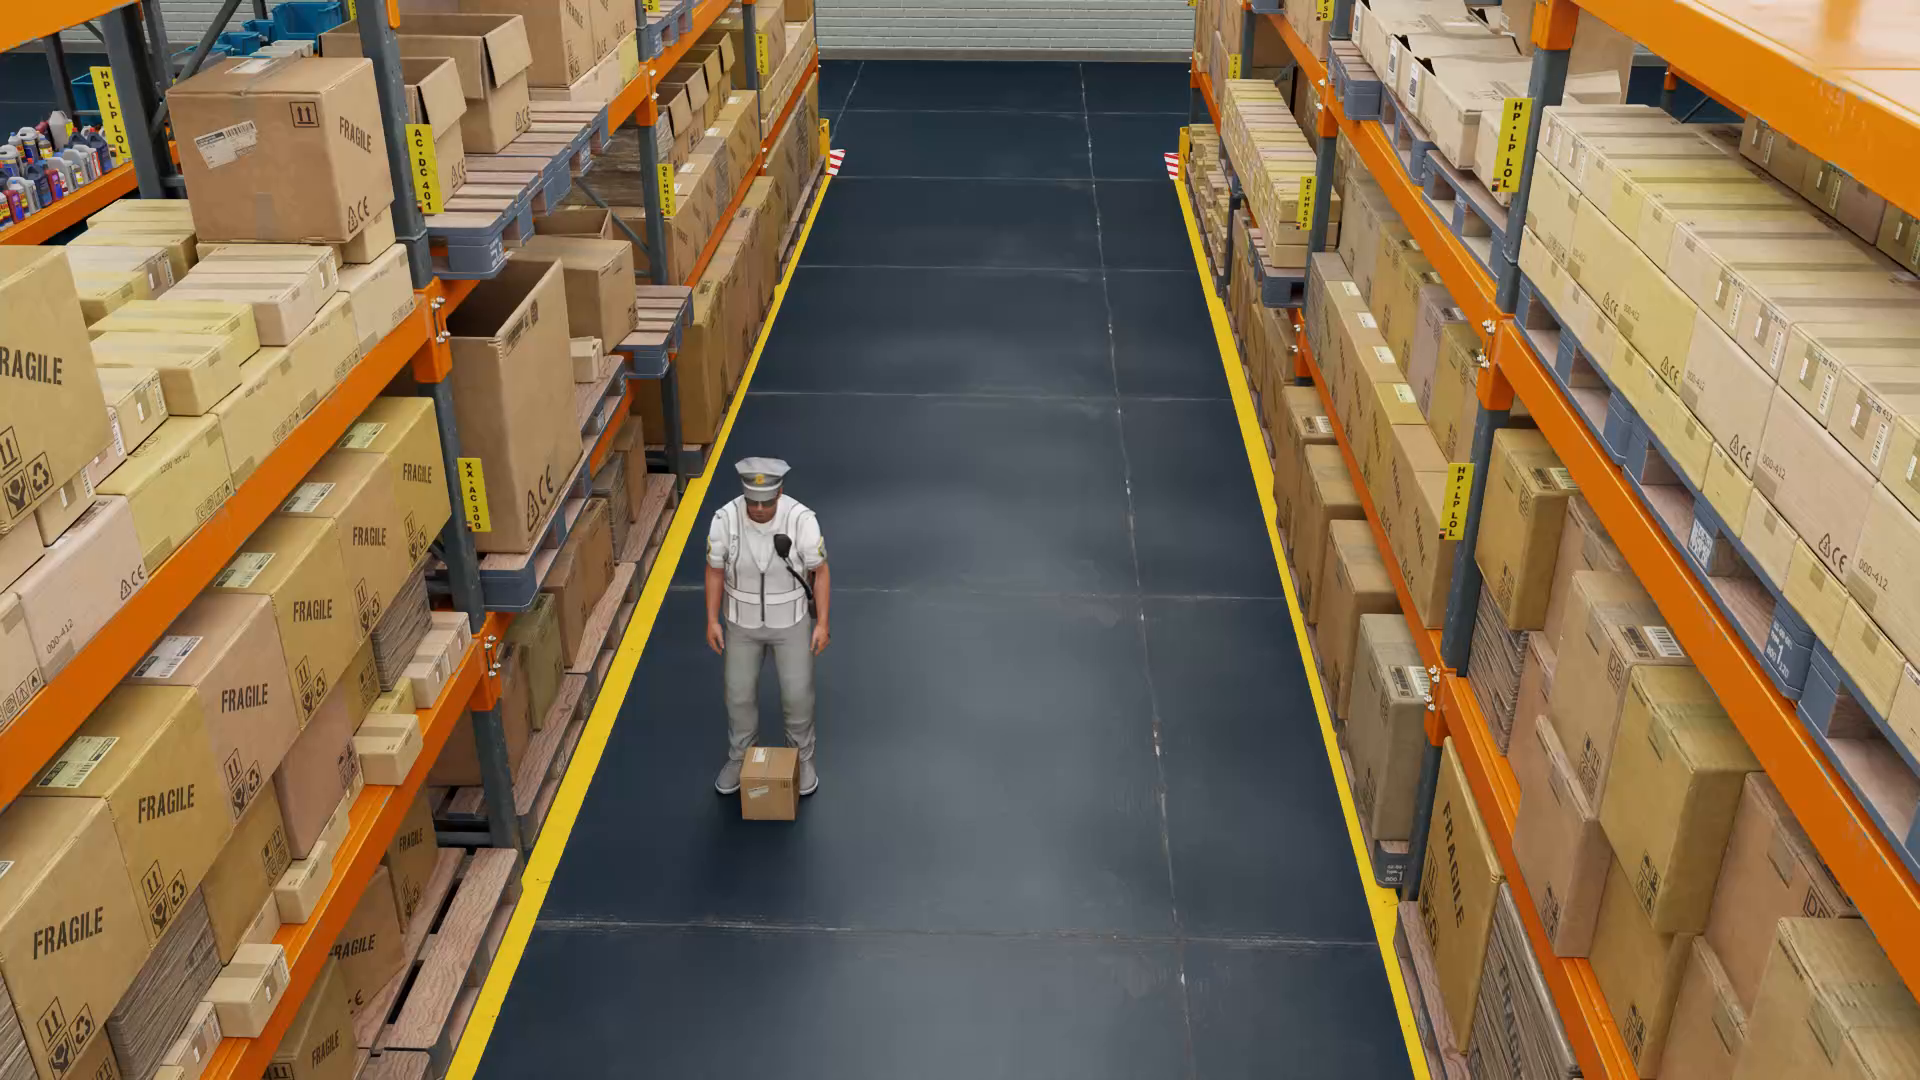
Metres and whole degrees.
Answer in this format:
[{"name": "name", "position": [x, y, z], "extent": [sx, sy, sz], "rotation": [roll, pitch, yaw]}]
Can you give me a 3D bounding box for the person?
[{"name": "person", "position": [-0.909, 0.380, 7.891], "extent": [0.585, 1.748, 0.432], "rotation": [1, 28, 2]}]
